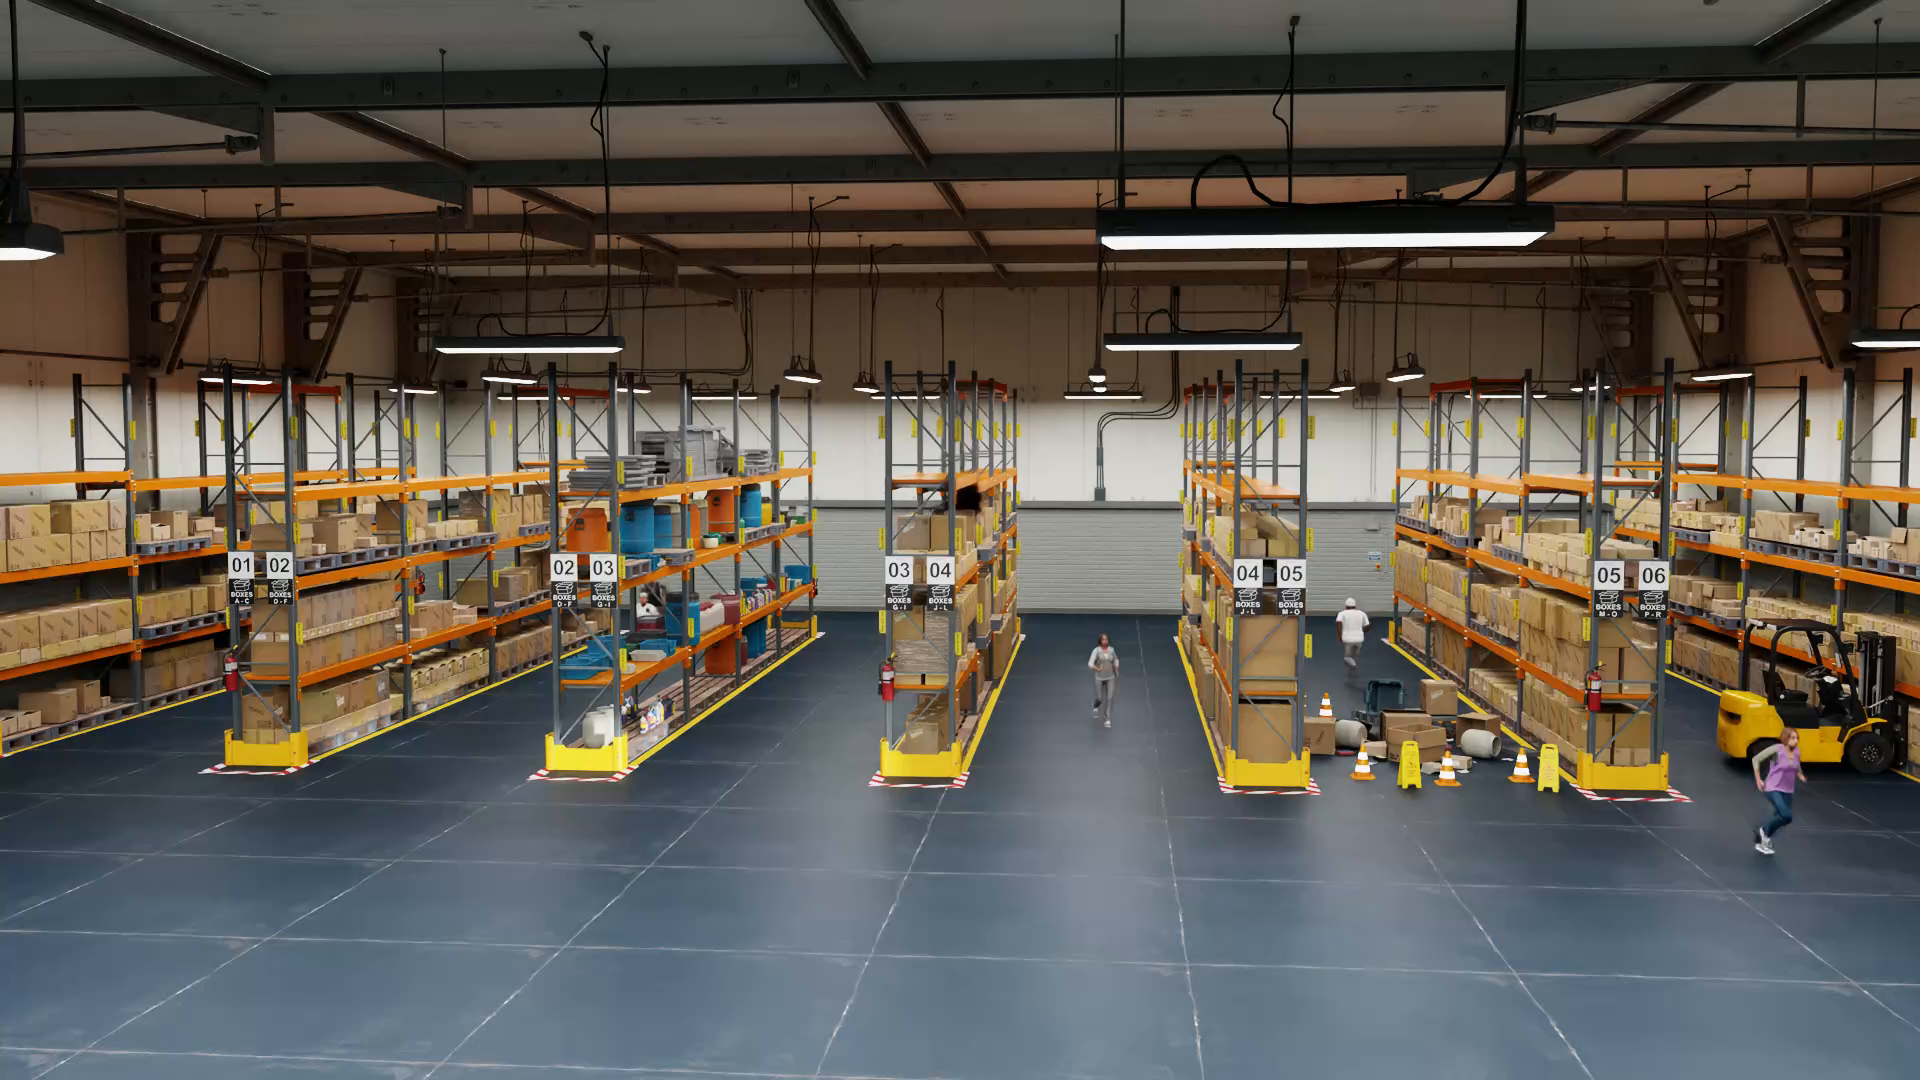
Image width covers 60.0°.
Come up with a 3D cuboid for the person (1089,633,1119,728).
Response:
[{"bbox_3d":[2.449,2.366,28.240,0.548,1.567,0.739,-1,4,-8],"label":"person"}]

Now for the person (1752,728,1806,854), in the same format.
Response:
[{"bbox_3d":[9.600,2.941,19.448,0.504,1.541,0.659,-1,4,-20],"label":"person"}]

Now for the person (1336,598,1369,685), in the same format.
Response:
[{"bbox_3d":[7.719,2.010,32.709,0.686,1.703,0.753,0,4,0],"label":"person"}]

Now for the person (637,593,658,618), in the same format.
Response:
[{"bbox_3d":[-6.564,1.908,34.595,0.587,1.634,0.583,0,4,1],"label":"person"}]

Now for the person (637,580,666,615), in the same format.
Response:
[{"bbox_3d":[-7.194,1.608,38.833,0.650,1.719,0.933,0,4,-5],"label":"person"}]
